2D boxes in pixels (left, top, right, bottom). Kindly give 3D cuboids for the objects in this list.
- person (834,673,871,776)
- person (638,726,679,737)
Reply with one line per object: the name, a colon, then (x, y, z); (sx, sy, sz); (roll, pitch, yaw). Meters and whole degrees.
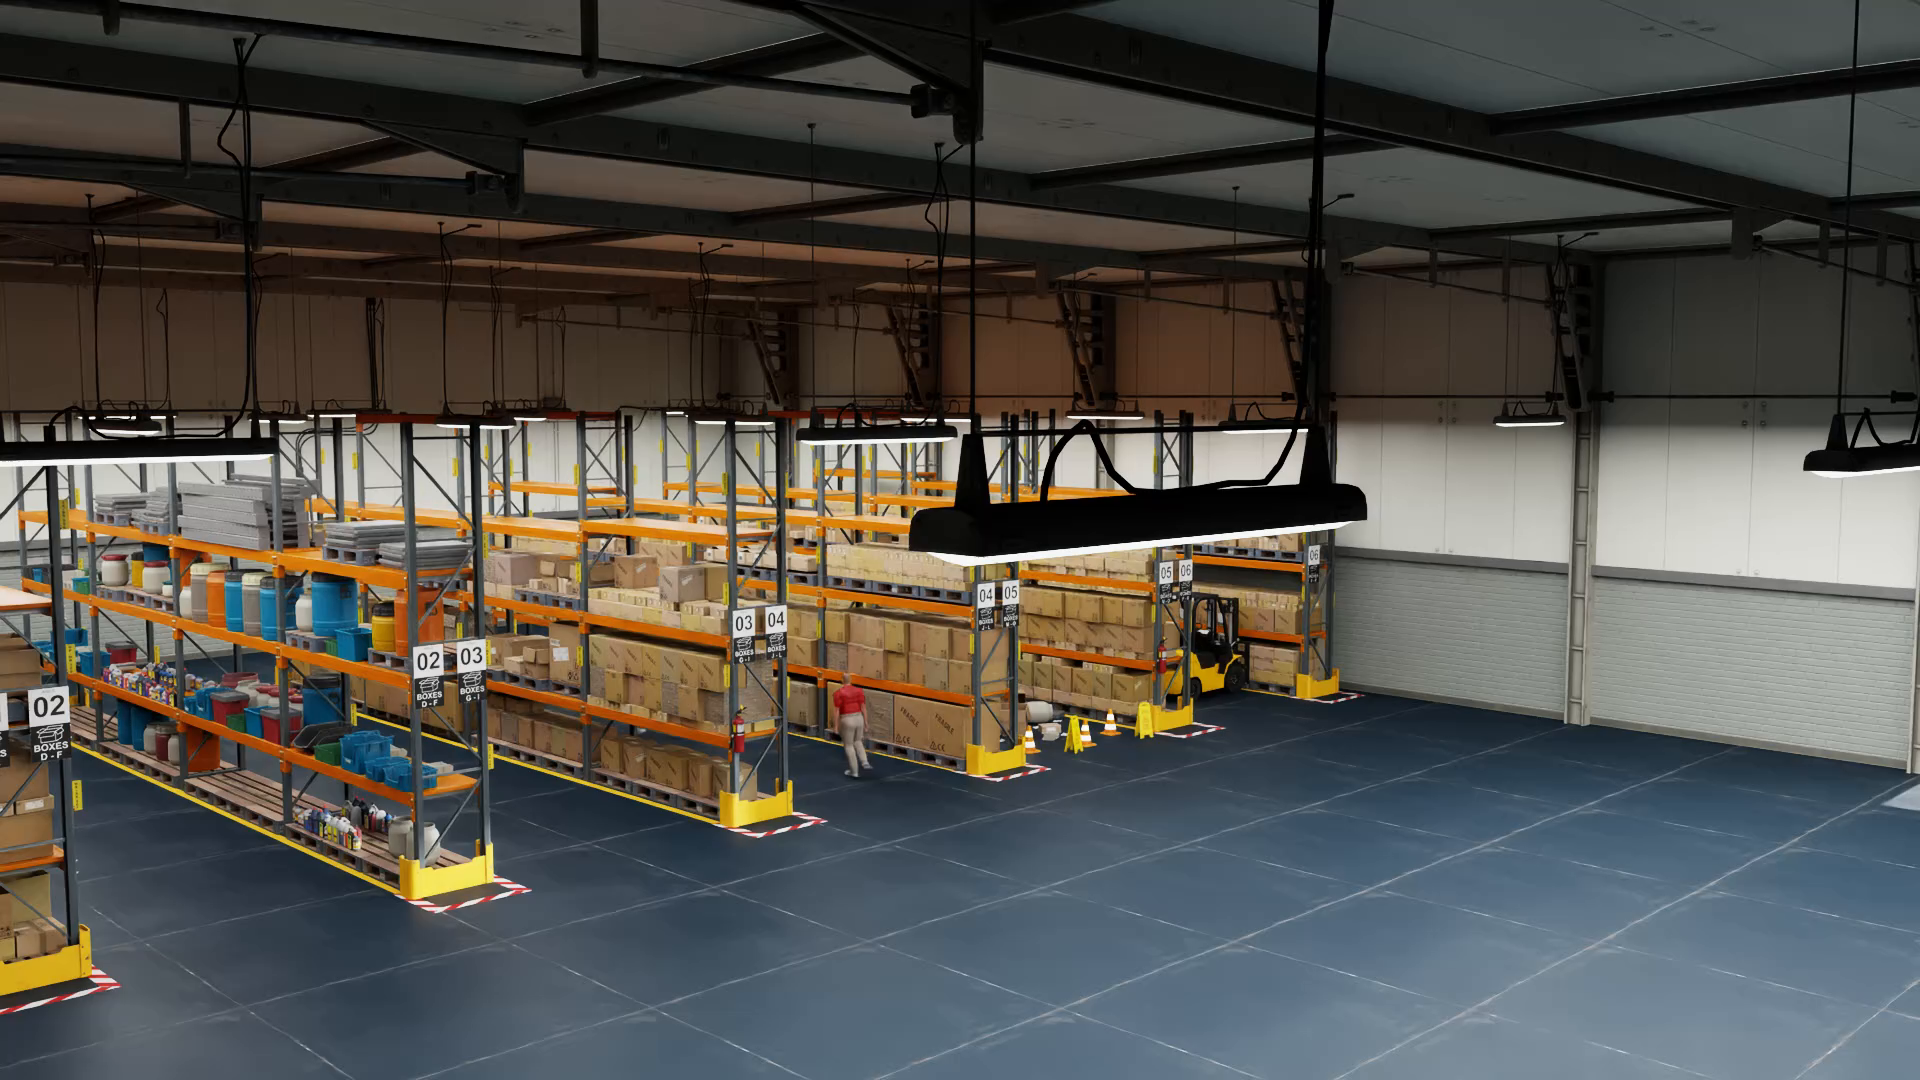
person: (-1.792, 3.065, 27.685); (0.598, 1.715, 0.493); (-4, 6, -35)
person: (-5.577, 2.829, 30.798); (1.019, 1.622, 0.409); (4, 6, 35)
